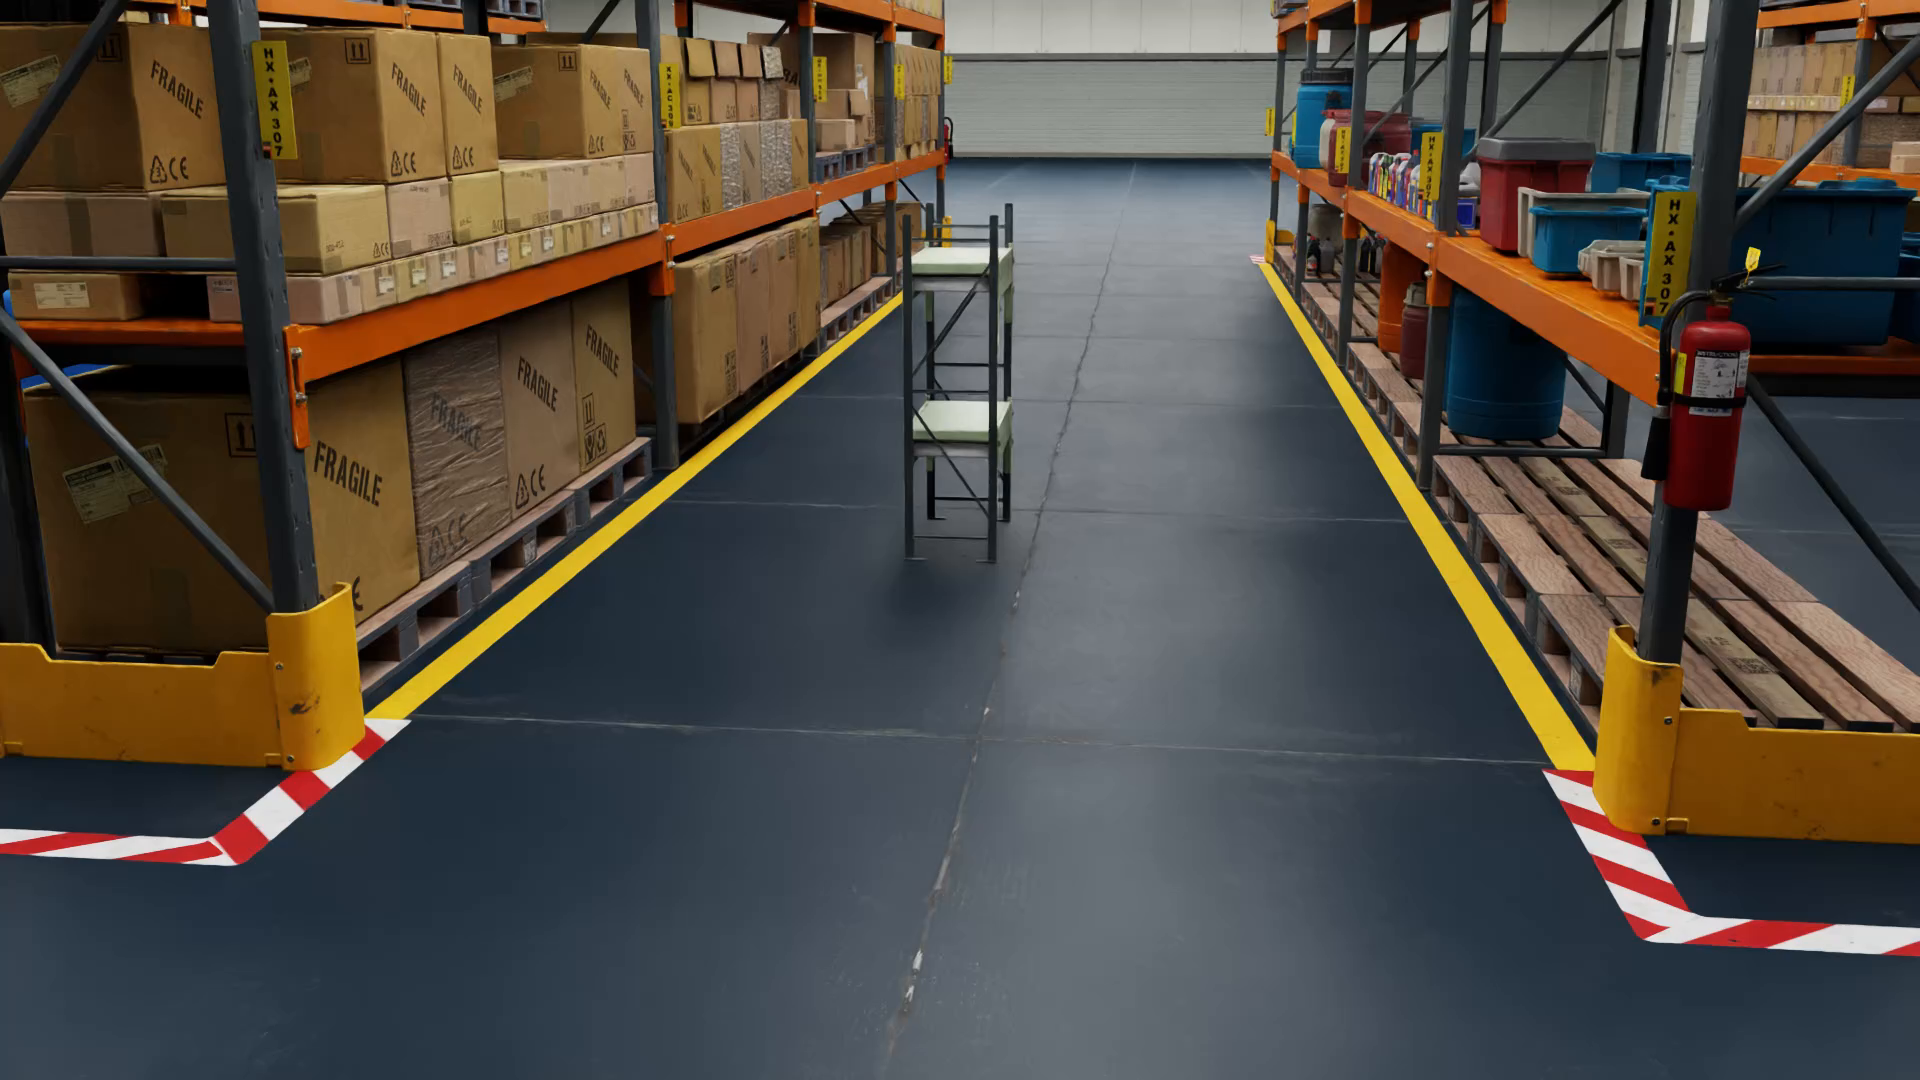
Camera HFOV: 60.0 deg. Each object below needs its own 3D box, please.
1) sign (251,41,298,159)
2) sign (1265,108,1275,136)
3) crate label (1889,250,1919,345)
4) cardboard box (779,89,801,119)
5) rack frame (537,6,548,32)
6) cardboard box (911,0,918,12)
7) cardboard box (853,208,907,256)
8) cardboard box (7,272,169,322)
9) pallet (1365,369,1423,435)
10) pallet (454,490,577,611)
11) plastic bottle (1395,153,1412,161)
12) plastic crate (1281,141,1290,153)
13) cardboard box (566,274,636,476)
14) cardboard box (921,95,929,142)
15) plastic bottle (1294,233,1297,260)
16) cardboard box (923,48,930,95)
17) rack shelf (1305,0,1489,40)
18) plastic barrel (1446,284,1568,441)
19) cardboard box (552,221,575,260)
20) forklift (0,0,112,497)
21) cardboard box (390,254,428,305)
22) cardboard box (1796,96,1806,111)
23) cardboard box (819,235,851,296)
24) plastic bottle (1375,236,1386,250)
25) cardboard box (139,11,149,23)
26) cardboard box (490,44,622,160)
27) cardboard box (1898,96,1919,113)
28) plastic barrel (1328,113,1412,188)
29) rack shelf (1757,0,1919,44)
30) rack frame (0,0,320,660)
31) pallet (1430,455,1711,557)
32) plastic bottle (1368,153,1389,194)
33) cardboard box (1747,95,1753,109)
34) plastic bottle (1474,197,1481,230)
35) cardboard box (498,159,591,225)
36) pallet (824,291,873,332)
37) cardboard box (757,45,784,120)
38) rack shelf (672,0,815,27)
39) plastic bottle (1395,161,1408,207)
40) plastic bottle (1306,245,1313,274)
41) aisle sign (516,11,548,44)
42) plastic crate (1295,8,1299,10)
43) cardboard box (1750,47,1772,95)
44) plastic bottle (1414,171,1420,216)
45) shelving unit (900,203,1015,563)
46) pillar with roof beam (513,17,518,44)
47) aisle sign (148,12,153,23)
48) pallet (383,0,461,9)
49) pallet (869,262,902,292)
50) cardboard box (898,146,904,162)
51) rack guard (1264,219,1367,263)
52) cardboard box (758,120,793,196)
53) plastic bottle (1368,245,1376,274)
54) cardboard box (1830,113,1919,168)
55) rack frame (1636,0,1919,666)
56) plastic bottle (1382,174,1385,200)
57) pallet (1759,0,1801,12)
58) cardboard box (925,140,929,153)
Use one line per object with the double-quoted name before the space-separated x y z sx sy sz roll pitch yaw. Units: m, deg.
"sign" -1.946 -1.248 4.721 0.100 0.325 0.005 2 15 6
"sign" 3.684 -4.965 19.745 0.100 0.325 0.005 2 15 6
"crate label" 2.780 -0.666 4.586 0.416 0.233 0.303 2 15 6
"cardboard box" -1.609 -3.425 13.584 0.700 0.500 0.500 4 16 15
"rack frame" -5.608 -5.132 20.894 1.000 3.000 0.127 2 15 6
"cardboard box" -0.716 -5.673 17.435 0.500 0.250 0.500 1 15 4
"cardboard box" -0.901 -3.476 18.756 0.500 0.500 0.500 3 15 11
"cardboard box" -2.784 -0.791 5.321 0.380 0.149 0.250 2 15 7
"pallet" 3.140 -0.871 10.480 1.003 0.211 1.213 2 15 6
"pallet" -2.344 0.011 7.217 1.003 0.211 1.213 2 15 6
"plastic bottle" 3.109 -2.572 11.664 0.152 0.276 0.135 2 15 6
"plastic crate" 3.809 -4.464 18.929 0.298 0.136 0.250 2 15 6
"cardboard box" -2.199 -0.855 8.345 0.875 0.875 0.875 2 15 6
"cardboard box" -0.817 -4.748 18.713 0.875 0.500 0.500 2 15 6
"plastic bottle" 3.672 -3.196 18.094 0.061 0.283 0.133 2 15 7
"cardboard box" -0.617 -5.225 18.561 0.500 0.500 0.500 2 15 6
"rack shelf" 3.553 -4.358 13.665 1.077 0.370 4.000 2 15 6
"plastic barrel" 2.954 -1.032 8.946 0.600 0.901 0.708 2 15 6
"cardboard box" -1.899 -1.304 7.219 0.380 0.149 0.250 1 15 5
"forklift" -5.171 -1.749 8.515 3.031 2.935 1.130 4 16 13
"cardboard box" -2.073 -0.904 5.740 0.380 0.149 0.250 1 15 5
"cardboard box" 8.663 -4.397 16.742 0.380 0.149 0.250 2 15 8
"cardboard box" -1.368 -2.501 15.110 0.700 0.500 0.500 0 15 1
"plastic bottle" 4.282 -2.907 16.898 0.144 0.351 0.185 2 15 8
"cardboard box" -10.300 -6.477 20.605 0.380 0.149 0.250 2 15 7
"cardboard box" -1.892 -2.023 7.680 0.500 0.500 0.500 2 15 7
"cardboard box" 8.923 -4.055 15.477 0.380 0.149 0.250 2 15 6
"plastic barrel" 3.079 -2.934 12.504 0.600 0.536 0.708 2 15 6
"rack shelf" 8.926 -5.249 16.958 1.077 0.370 4.000 2 15 6
"rack frame" -2.497 -0.810 4.910 1.000 3.000 0.127 2 15 6
"pallet" 2.832 -0.163 7.862 1.003 0.211 1.213 2 15 6
"plastic bottle" 2.957 -2.576 11.680 0.152 0.276 0.135 2 15 6
"cardboard box" 8.837 -4.800 18.231 0.380 0.149 0.250 2 15 6
"plastic bottle" 2.725 -1.718 8.651 0.097 0.201 0.097 0 15 0
"cardboard box" -1.948 -1.529 7.289 0.500 0.250 0.500 2 15 7
"pallet" -1.364 -2.057 14.864 1.003 0.211 1.213 2 15 6
"cardboard box" -1.693 -3.228 11.740 0.797 0.503 0.637 2 15 8
"rack shelf" -1.820 -3.467 10.368 1.077 0.370 4.000 2 15 6
"plastic bottle" 2.801 -2.217 10.350 0.152 0.276 0.135 2 15 6
"plastic bottle" 3.505 -2.812 16.675 0.061 0.283 0.133 2 15 9
"aisle sign" -5.302 -6.396 20.590 0.394 0.787 0.004 2 15 6
"plastic crate" 3.558 -5.525 17.107 0.243 0.136 0.396 2 15 6
"cardboard box" 9.026 -5.070 17.990 0.700 0.500 0.500 1 15 5
"plastic bottle" 2.713 -2.014 9.600 0.152 0.276 0.135 2 15 6
"shelving unit" 0.001 -0.726 7.473 0.431 1.500 0.755 2 15 6
"pillar with roof beam" -8.782 -15.793 48.827 9.100 9.000 0.400 2 15 6
"aisle sign" -10.243 -6.514 21.025 0.394 0.787 0.004 2 15 6
"pallet" -5.957 -5.711 17.461 1.003 0.211 1.213 2 15 6
"pallet" -1.102 -2.751 17.432 1.003 0.211 1.213 2 15 6
"cardboard box" -0.778 -3.912 16.865 0.380 0.149 0.250 2 15 6
"rack guard" 4.268 -3.586 19.966 1.175 0.500 0.348 2 15 6
"cardboard box" -1.465 -2.669 11.593 0.500 0.500 0.500 2 15 6
"plastic bottle" 4.154 -2.835 16.760 0.061 0.283 0.133 2 15 6
"cardboard box" 8.744 -3.793 15.751 0.700 0.500 0.500 1 15 5
"rack frame" 2.425 -0.664 4.371 1.000 3.000 0.127 2 15 6
"plastic bottle" 2.850 -2.356 11.010 0.097 0.201 0.097 0 15 0
"pallet" 9.046 -5.890 18.119 1.003 0.211 1.213 2 15 6
"cardboard box" -0.568 -4.563 19.271 0.380 0.149 0.250 2 15 6
